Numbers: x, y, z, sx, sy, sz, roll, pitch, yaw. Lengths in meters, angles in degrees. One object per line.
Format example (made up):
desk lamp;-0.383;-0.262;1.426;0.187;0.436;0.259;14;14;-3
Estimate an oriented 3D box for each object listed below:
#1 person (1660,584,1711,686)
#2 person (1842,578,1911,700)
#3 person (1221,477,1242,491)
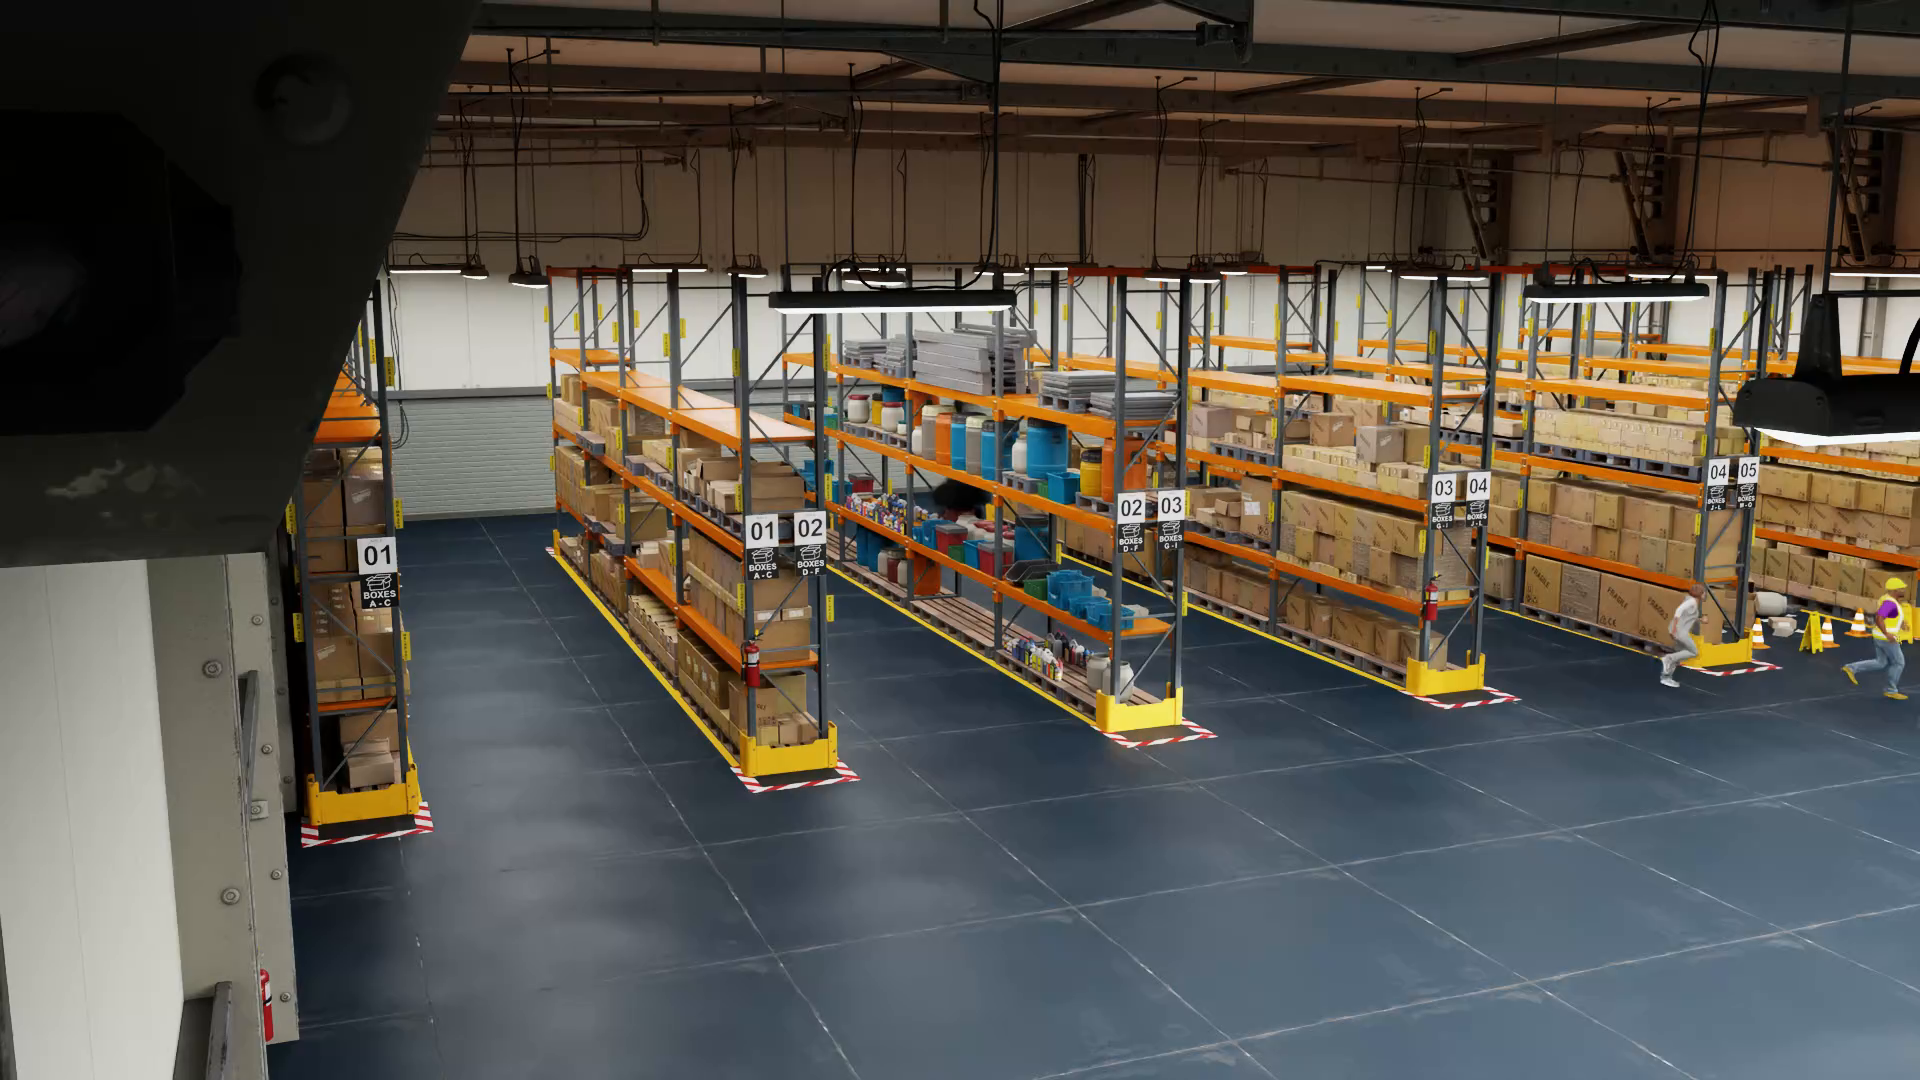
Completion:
person;10.627;1.392;24.335;0.653;1.527;0.525;1;10;8
person;13.122;1.388;23.723;0.855;1.738;0.680;4;11;21
person;6.727;-1.665;41.329;0.925;1.663;0.655;7;12;36
